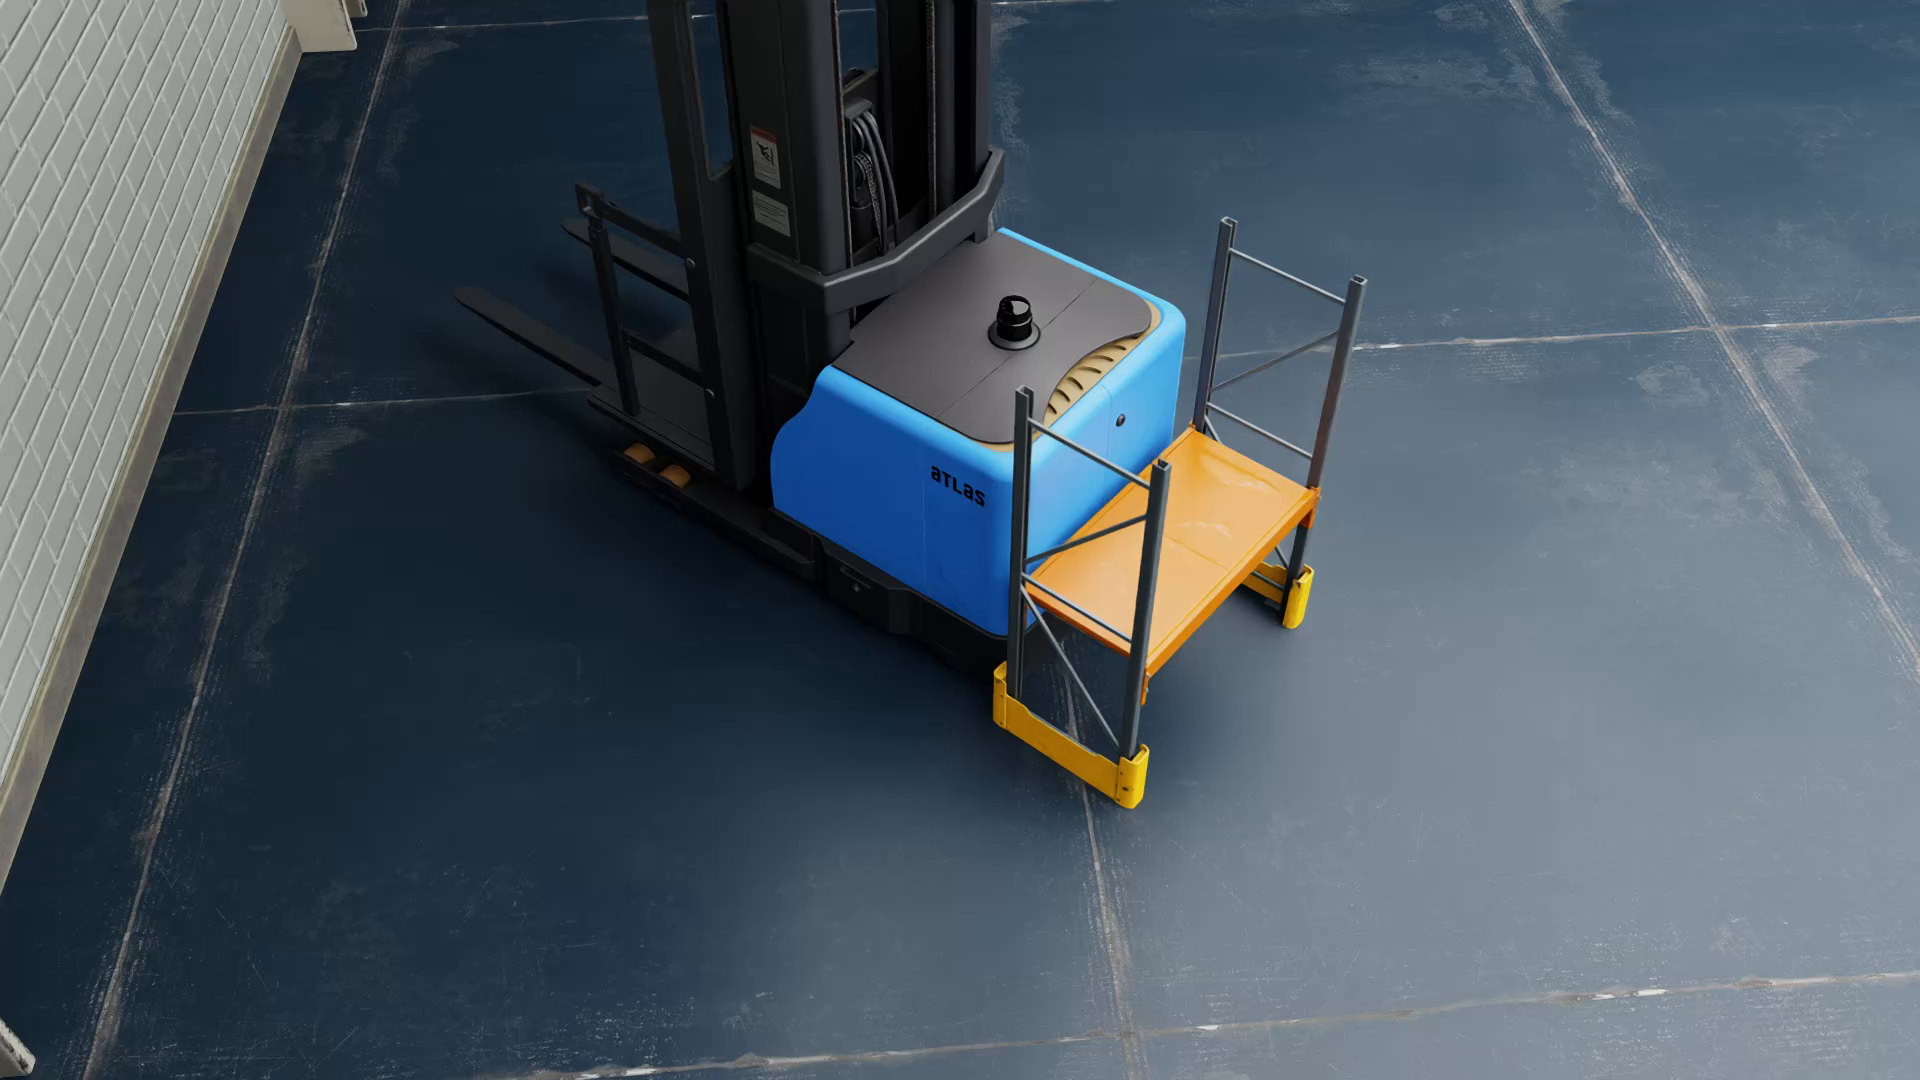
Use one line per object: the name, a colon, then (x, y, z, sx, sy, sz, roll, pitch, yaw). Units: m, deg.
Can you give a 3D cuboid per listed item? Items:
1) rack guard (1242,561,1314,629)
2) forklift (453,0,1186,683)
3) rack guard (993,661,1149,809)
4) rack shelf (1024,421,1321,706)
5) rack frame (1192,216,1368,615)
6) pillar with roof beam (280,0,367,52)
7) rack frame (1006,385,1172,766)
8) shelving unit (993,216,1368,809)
rack guard: (0.990, 0.081, 6.001, 0.587, 0.250, 0.087, 31, 54, 26)
forklift: (-0.711, -1.405, 5.562, 3.031, 2.935, 1.130, 29, 53, 25)
rack guard: (0.356, 0.639, 5.472, 0.587, 0.250, 0.087, 31, 54, 26)
rack shelf: (0.679, 0.049, 5.418, 0.538, 0.185, 1.000, 31, 54, 26)
rack frame: (1.002, -0.359, 5.557, 0.500, 1.500, 0.032, 31, 54, 26)
pillar with roof beam: (0.967, -6.046, 5.778, 9.100, 9.000, 0.400, -3, 47, -3)
rack frame: (0.355, 0.210, 5.018, 0.500, 1.500, 0.032, 31, 54, 26)
shelving unit: (0.673, -0.070, 5.283, 0.587, 1.500, 1.083, 31, 54, 26)
